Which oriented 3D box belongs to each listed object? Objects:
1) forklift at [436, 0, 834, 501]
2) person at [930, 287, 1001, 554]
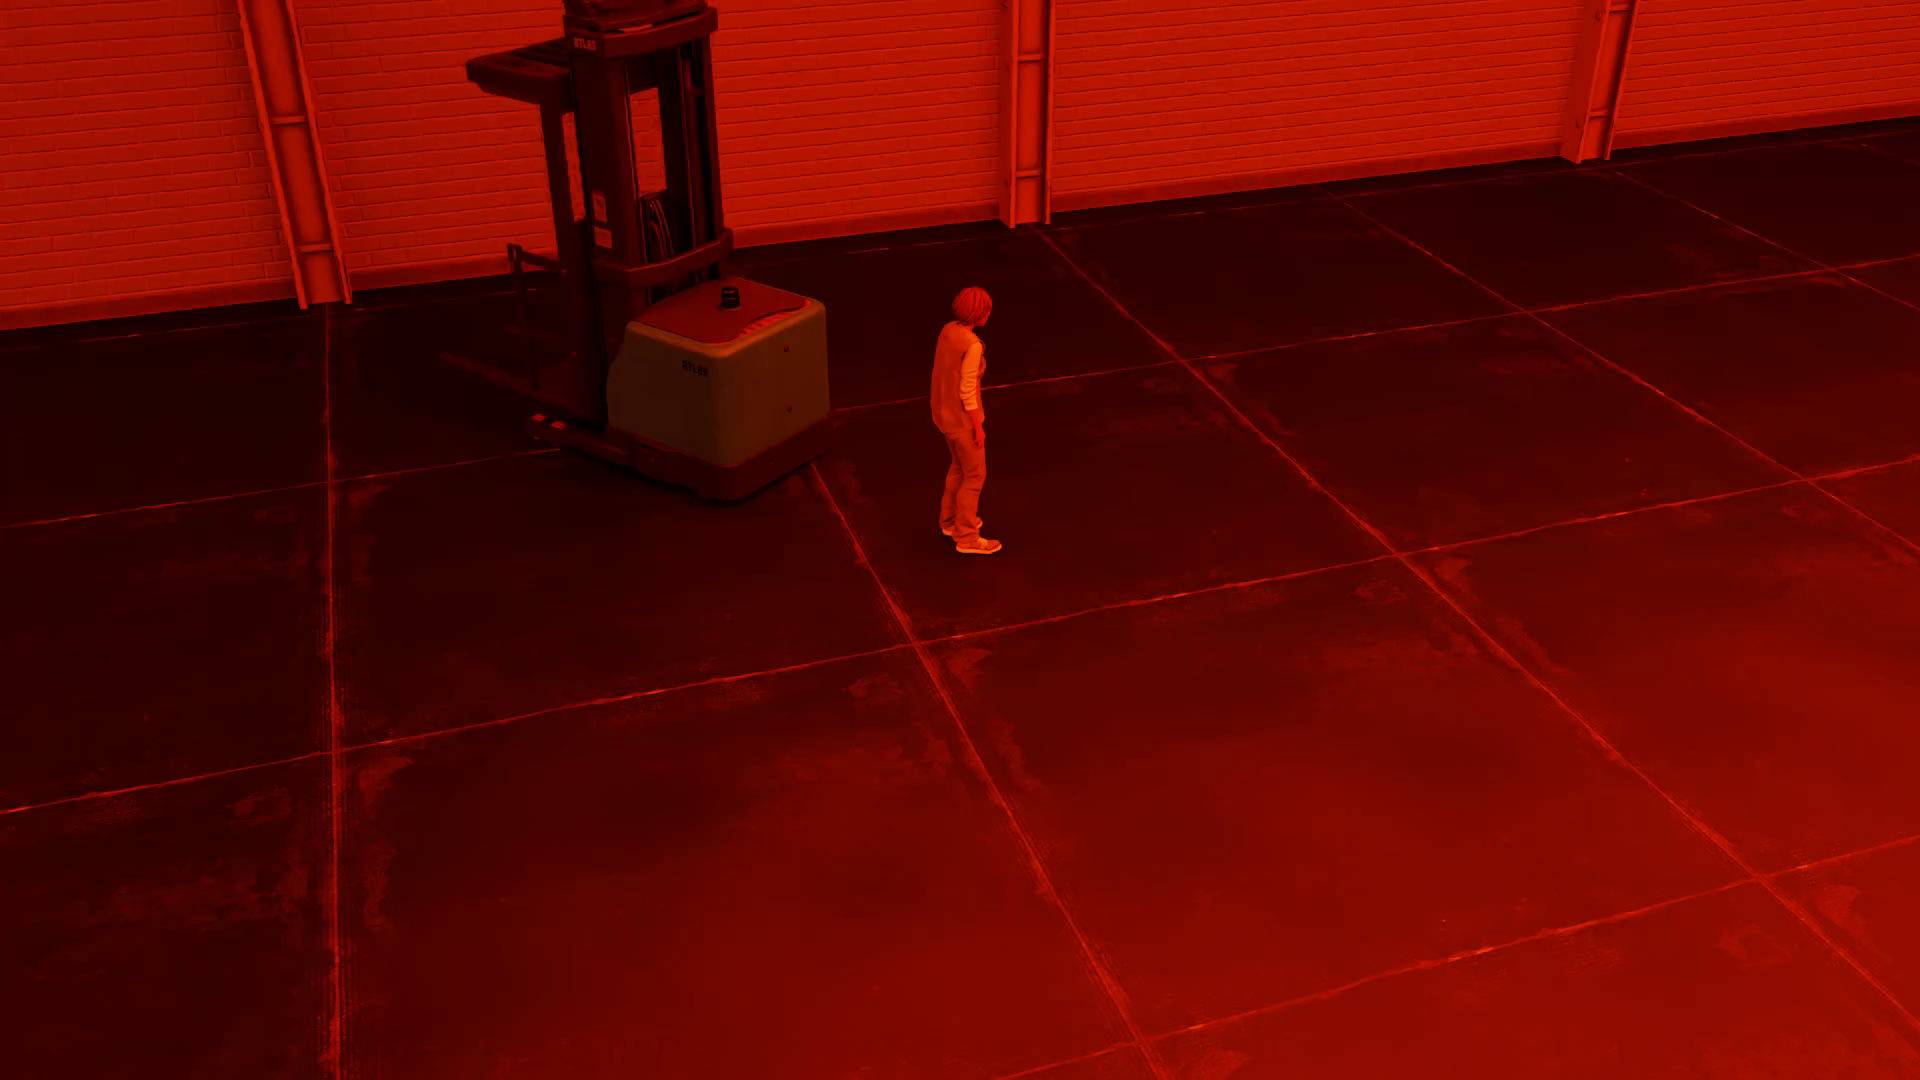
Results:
[{"bbox_3d":[-2.322,-2.085,10.711,3.031,2.935,1.130,20,35,31],"label":"forklift"},{"bbox_3d":[0.018,-0.696,9.640,0.344,1.592,0.467,-11,32,-18],"label":"person"}]
